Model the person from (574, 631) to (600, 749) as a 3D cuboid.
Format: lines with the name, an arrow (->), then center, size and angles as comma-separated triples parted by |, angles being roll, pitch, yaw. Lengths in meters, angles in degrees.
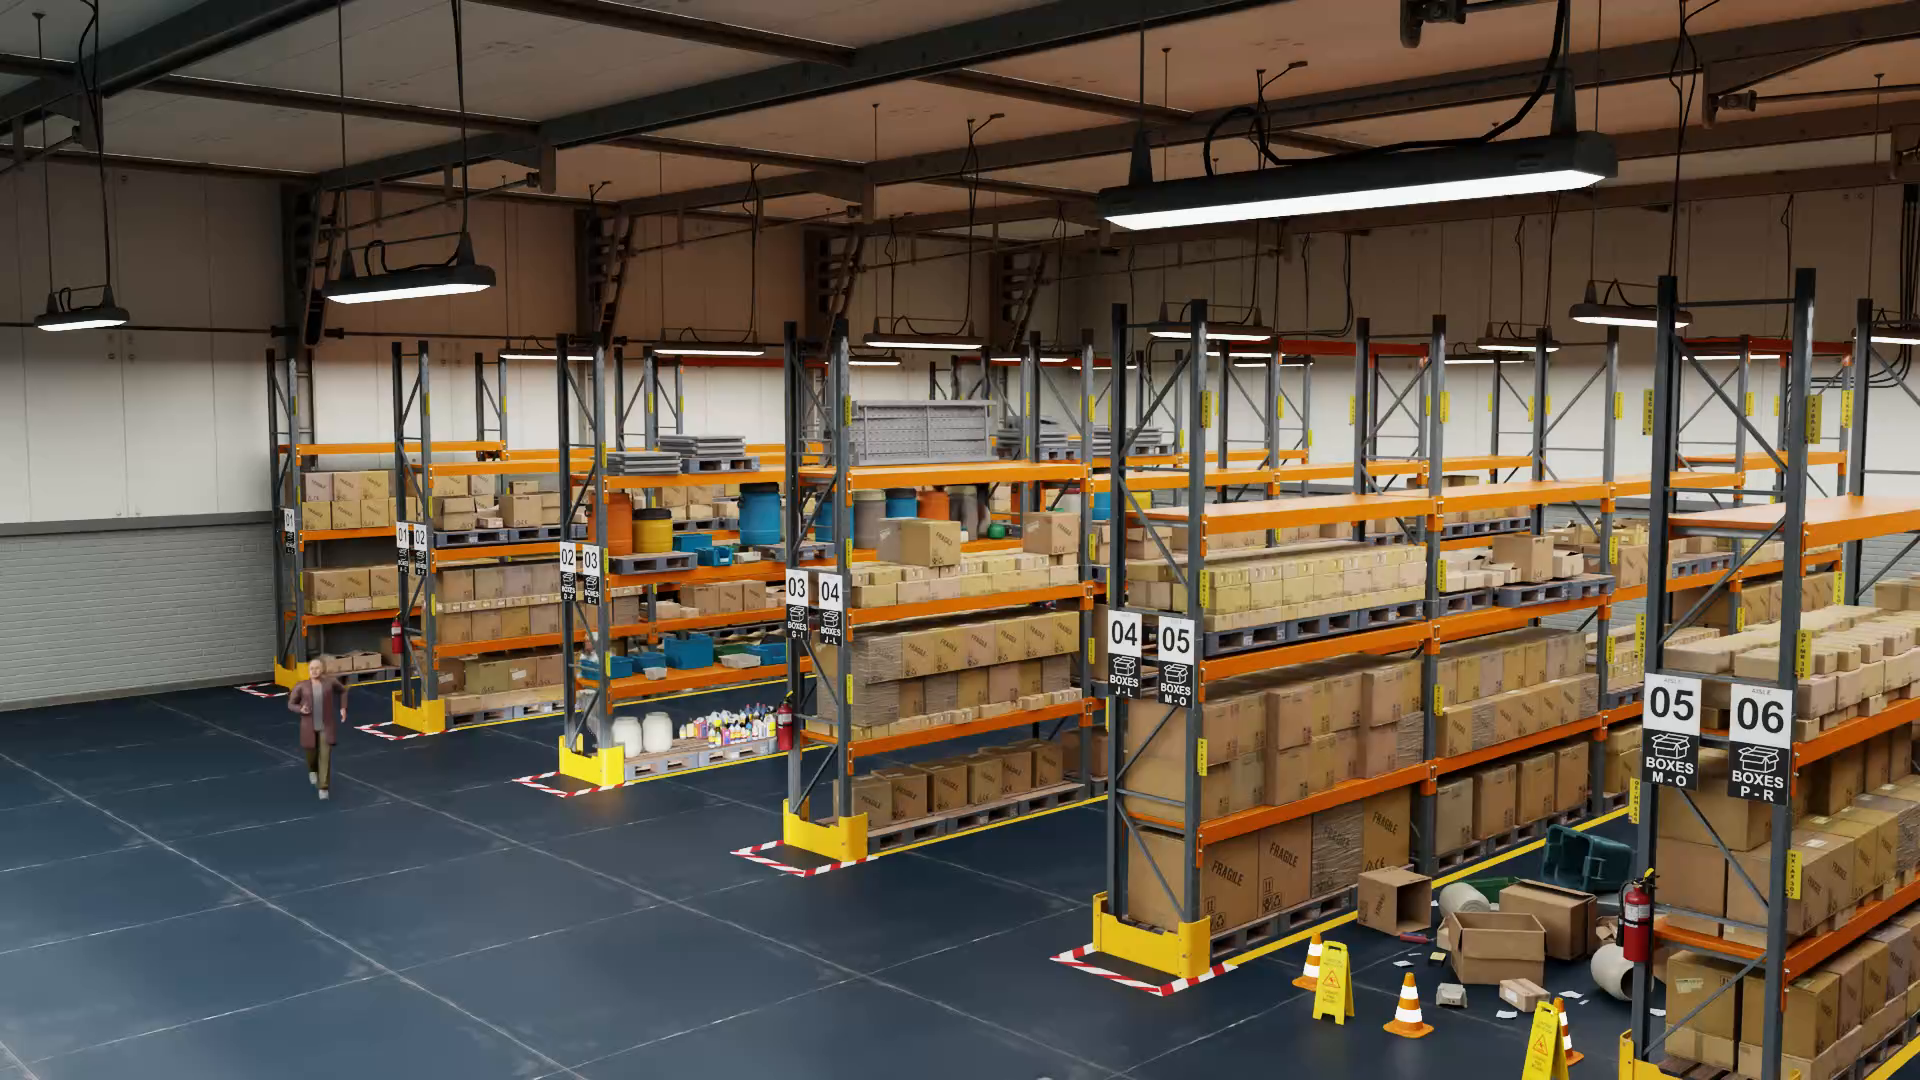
person -> -5.364, 2.196, 24.168 | 0.633, 1.736, 0.642 | 4, 6, 36

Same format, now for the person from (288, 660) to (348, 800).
person -> -8.244, 2.401, 21.370 | 0.727, 1.719, 1.179 | -2, 5, -19
